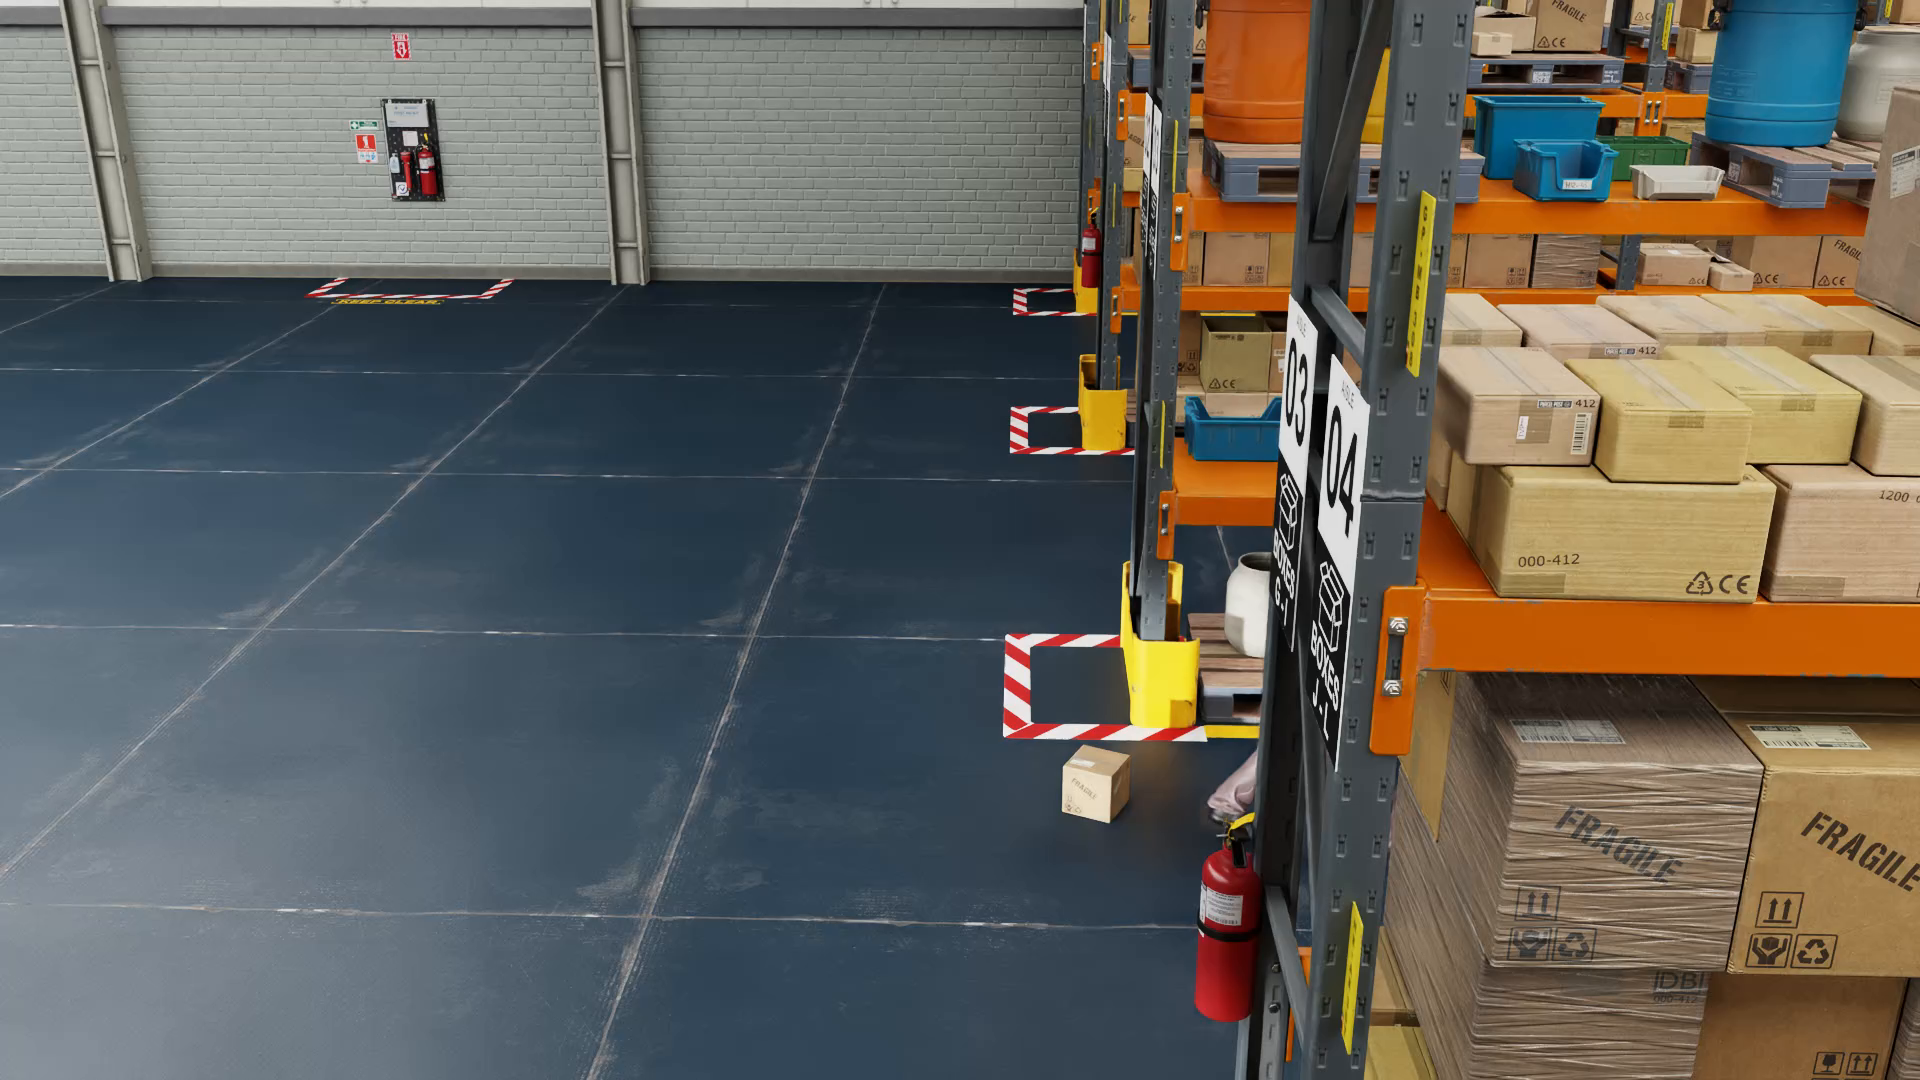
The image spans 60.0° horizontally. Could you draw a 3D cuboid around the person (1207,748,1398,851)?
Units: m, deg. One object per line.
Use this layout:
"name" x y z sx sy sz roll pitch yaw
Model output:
"person" 1.705 0.626 7.462 1.096 1.656 0.576 0 21 1
